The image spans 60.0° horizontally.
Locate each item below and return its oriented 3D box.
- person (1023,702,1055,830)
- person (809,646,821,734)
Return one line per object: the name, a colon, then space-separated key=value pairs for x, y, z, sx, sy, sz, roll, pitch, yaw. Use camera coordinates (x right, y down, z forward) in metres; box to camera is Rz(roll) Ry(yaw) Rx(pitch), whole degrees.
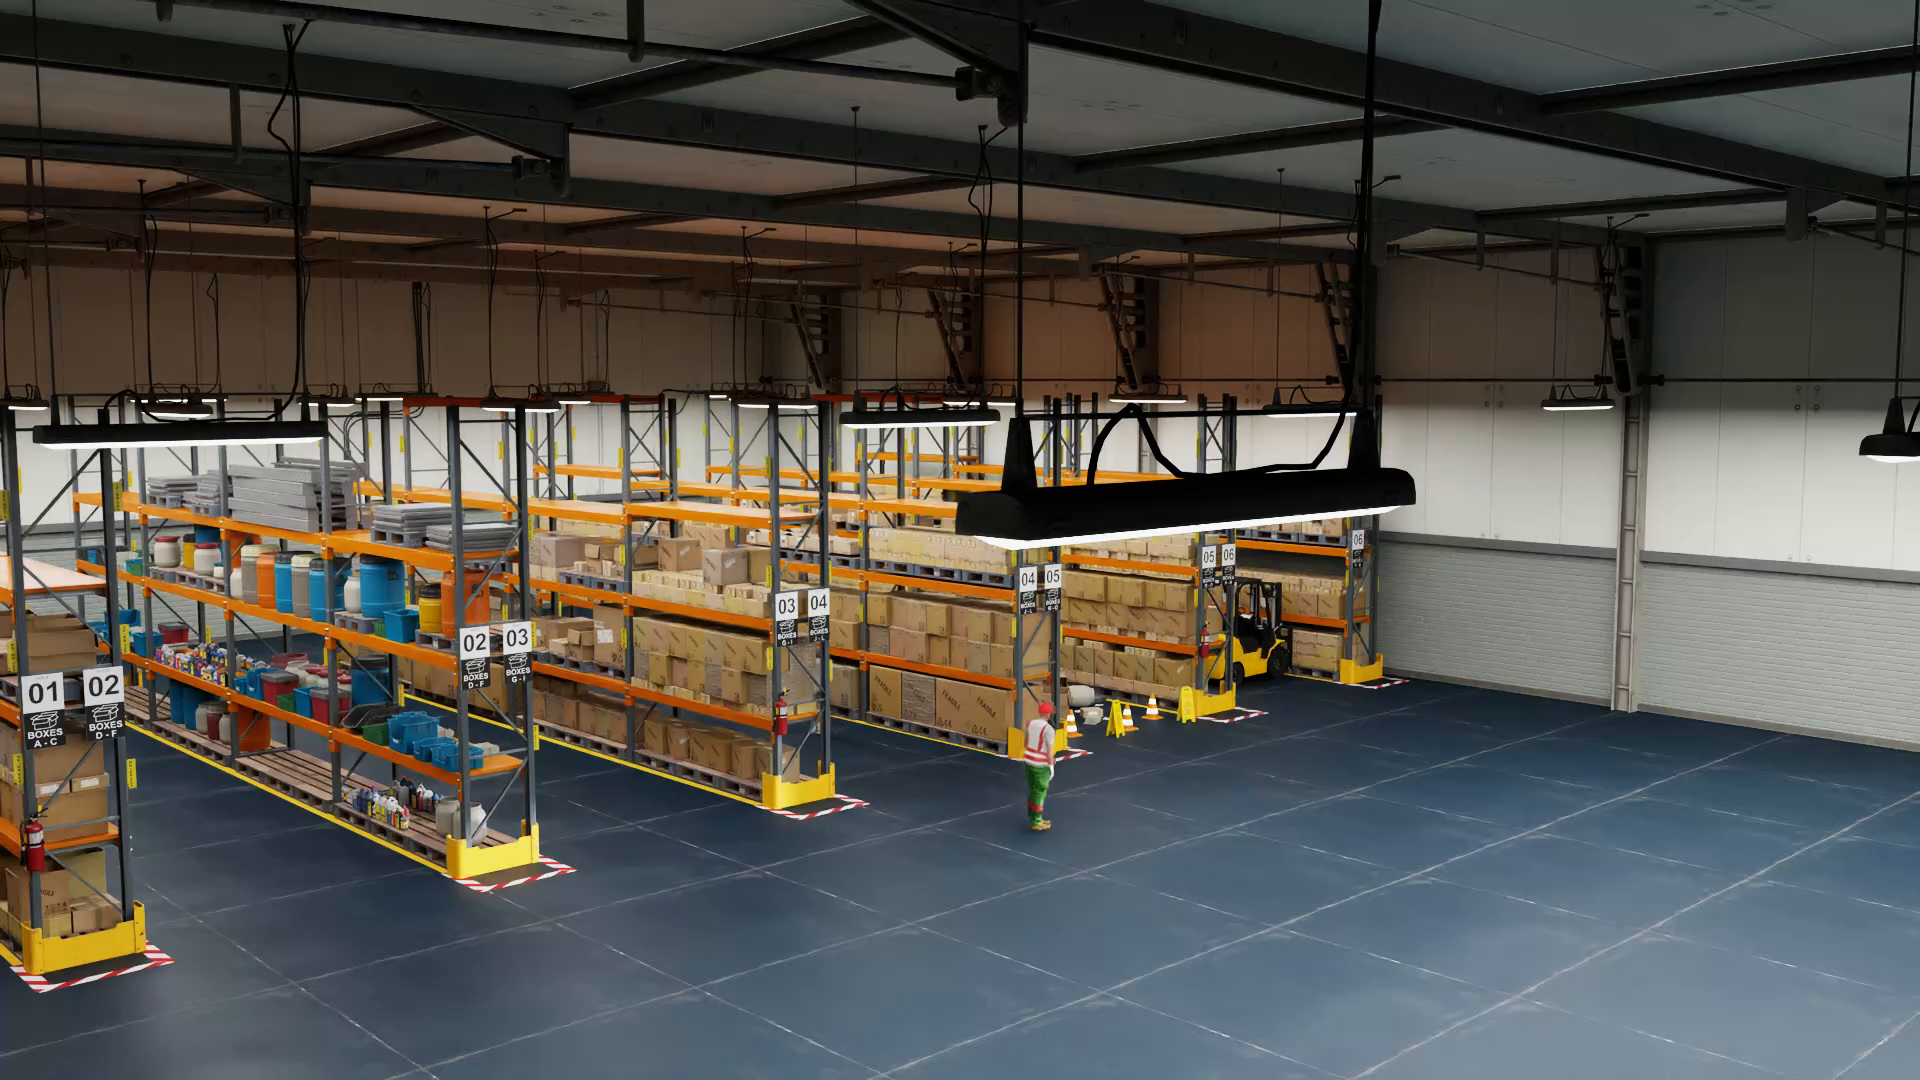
person: x=1.143 y=3.177 z=23.485 sx=0.437 sy=1.793 sz=0.562 roll=-4 pitch=7 yaw=-37
person: x=-2.552 y=2.661 z=29.607 sx=0.442 sy=1.594 sz=0.390 roll=-1 pitch=6 yaw=-9
